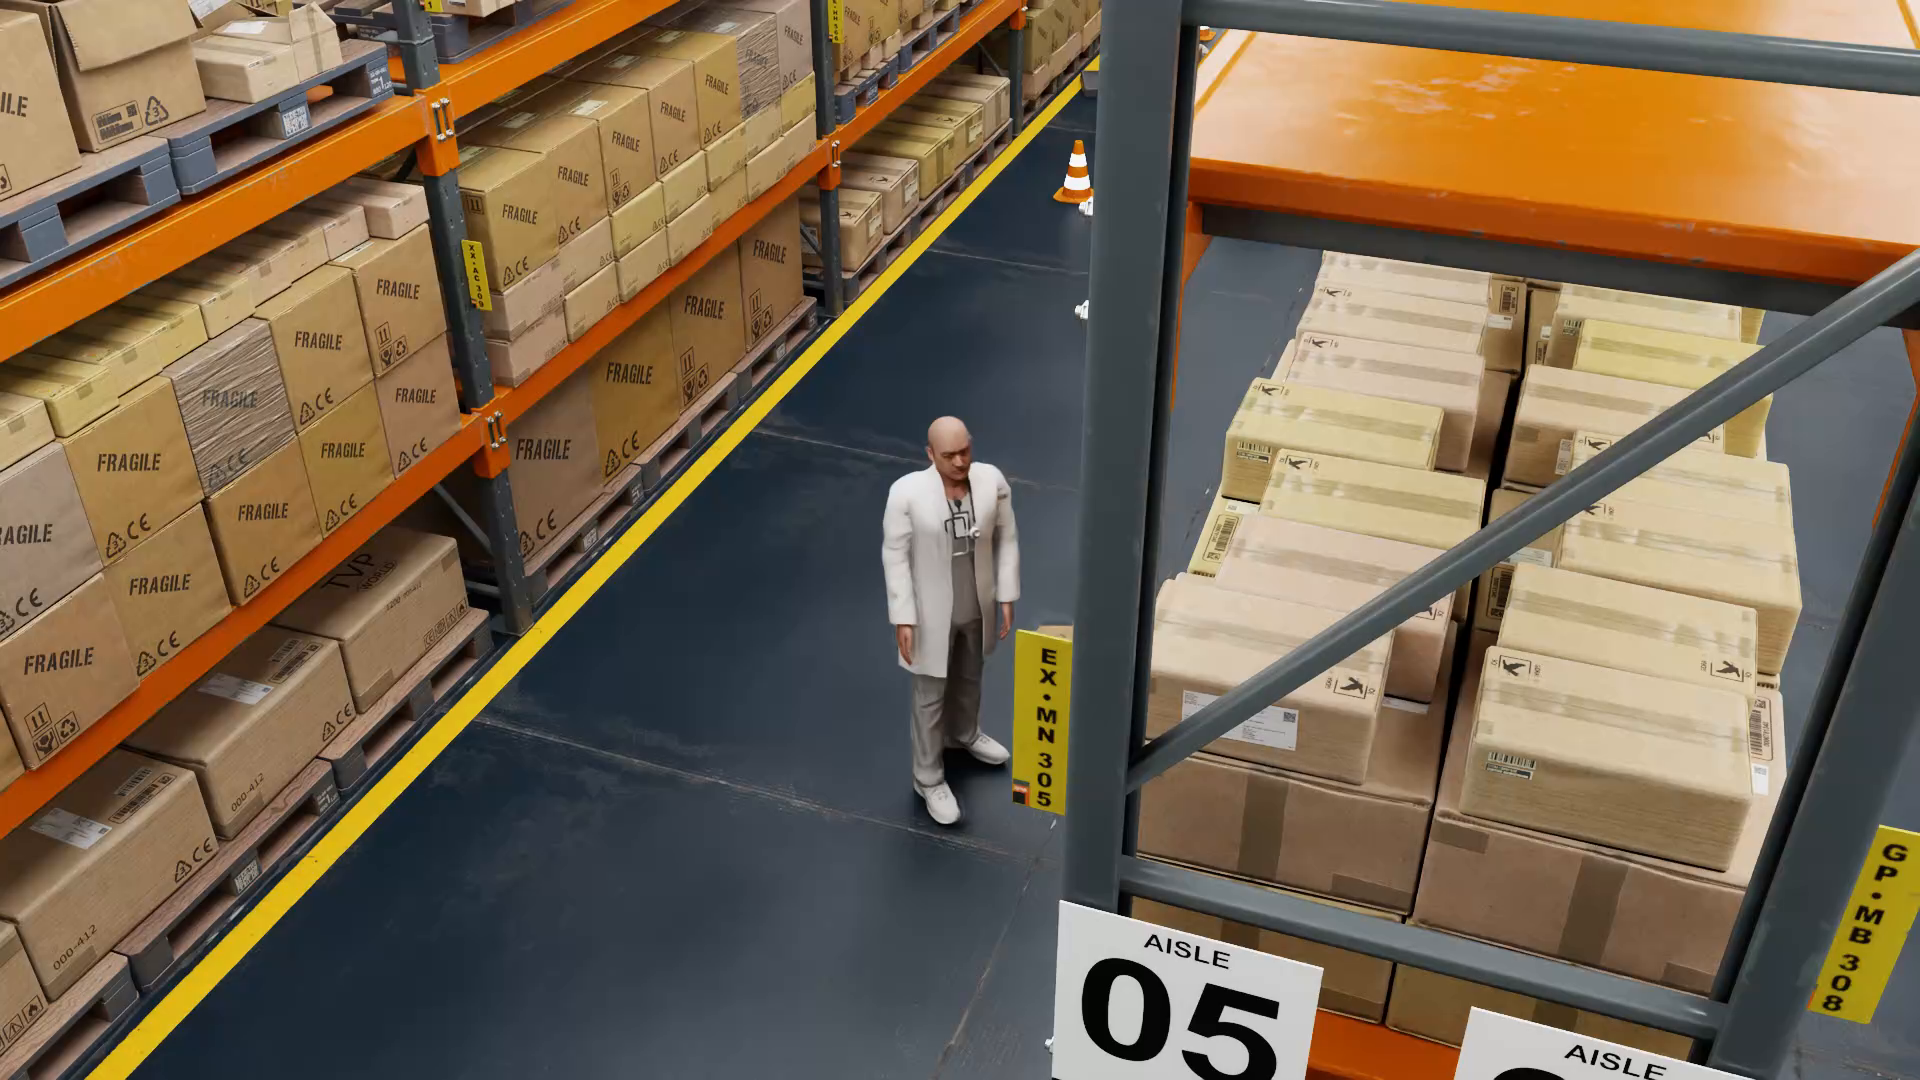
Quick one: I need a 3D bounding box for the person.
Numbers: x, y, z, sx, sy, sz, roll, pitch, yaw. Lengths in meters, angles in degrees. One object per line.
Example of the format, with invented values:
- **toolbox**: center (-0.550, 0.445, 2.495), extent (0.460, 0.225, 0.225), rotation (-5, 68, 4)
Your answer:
- **person**: center (-0.029, 0.297, 7.100), extent (0.640, 1.778, 0.484), rotation (-15, 36, -22)
